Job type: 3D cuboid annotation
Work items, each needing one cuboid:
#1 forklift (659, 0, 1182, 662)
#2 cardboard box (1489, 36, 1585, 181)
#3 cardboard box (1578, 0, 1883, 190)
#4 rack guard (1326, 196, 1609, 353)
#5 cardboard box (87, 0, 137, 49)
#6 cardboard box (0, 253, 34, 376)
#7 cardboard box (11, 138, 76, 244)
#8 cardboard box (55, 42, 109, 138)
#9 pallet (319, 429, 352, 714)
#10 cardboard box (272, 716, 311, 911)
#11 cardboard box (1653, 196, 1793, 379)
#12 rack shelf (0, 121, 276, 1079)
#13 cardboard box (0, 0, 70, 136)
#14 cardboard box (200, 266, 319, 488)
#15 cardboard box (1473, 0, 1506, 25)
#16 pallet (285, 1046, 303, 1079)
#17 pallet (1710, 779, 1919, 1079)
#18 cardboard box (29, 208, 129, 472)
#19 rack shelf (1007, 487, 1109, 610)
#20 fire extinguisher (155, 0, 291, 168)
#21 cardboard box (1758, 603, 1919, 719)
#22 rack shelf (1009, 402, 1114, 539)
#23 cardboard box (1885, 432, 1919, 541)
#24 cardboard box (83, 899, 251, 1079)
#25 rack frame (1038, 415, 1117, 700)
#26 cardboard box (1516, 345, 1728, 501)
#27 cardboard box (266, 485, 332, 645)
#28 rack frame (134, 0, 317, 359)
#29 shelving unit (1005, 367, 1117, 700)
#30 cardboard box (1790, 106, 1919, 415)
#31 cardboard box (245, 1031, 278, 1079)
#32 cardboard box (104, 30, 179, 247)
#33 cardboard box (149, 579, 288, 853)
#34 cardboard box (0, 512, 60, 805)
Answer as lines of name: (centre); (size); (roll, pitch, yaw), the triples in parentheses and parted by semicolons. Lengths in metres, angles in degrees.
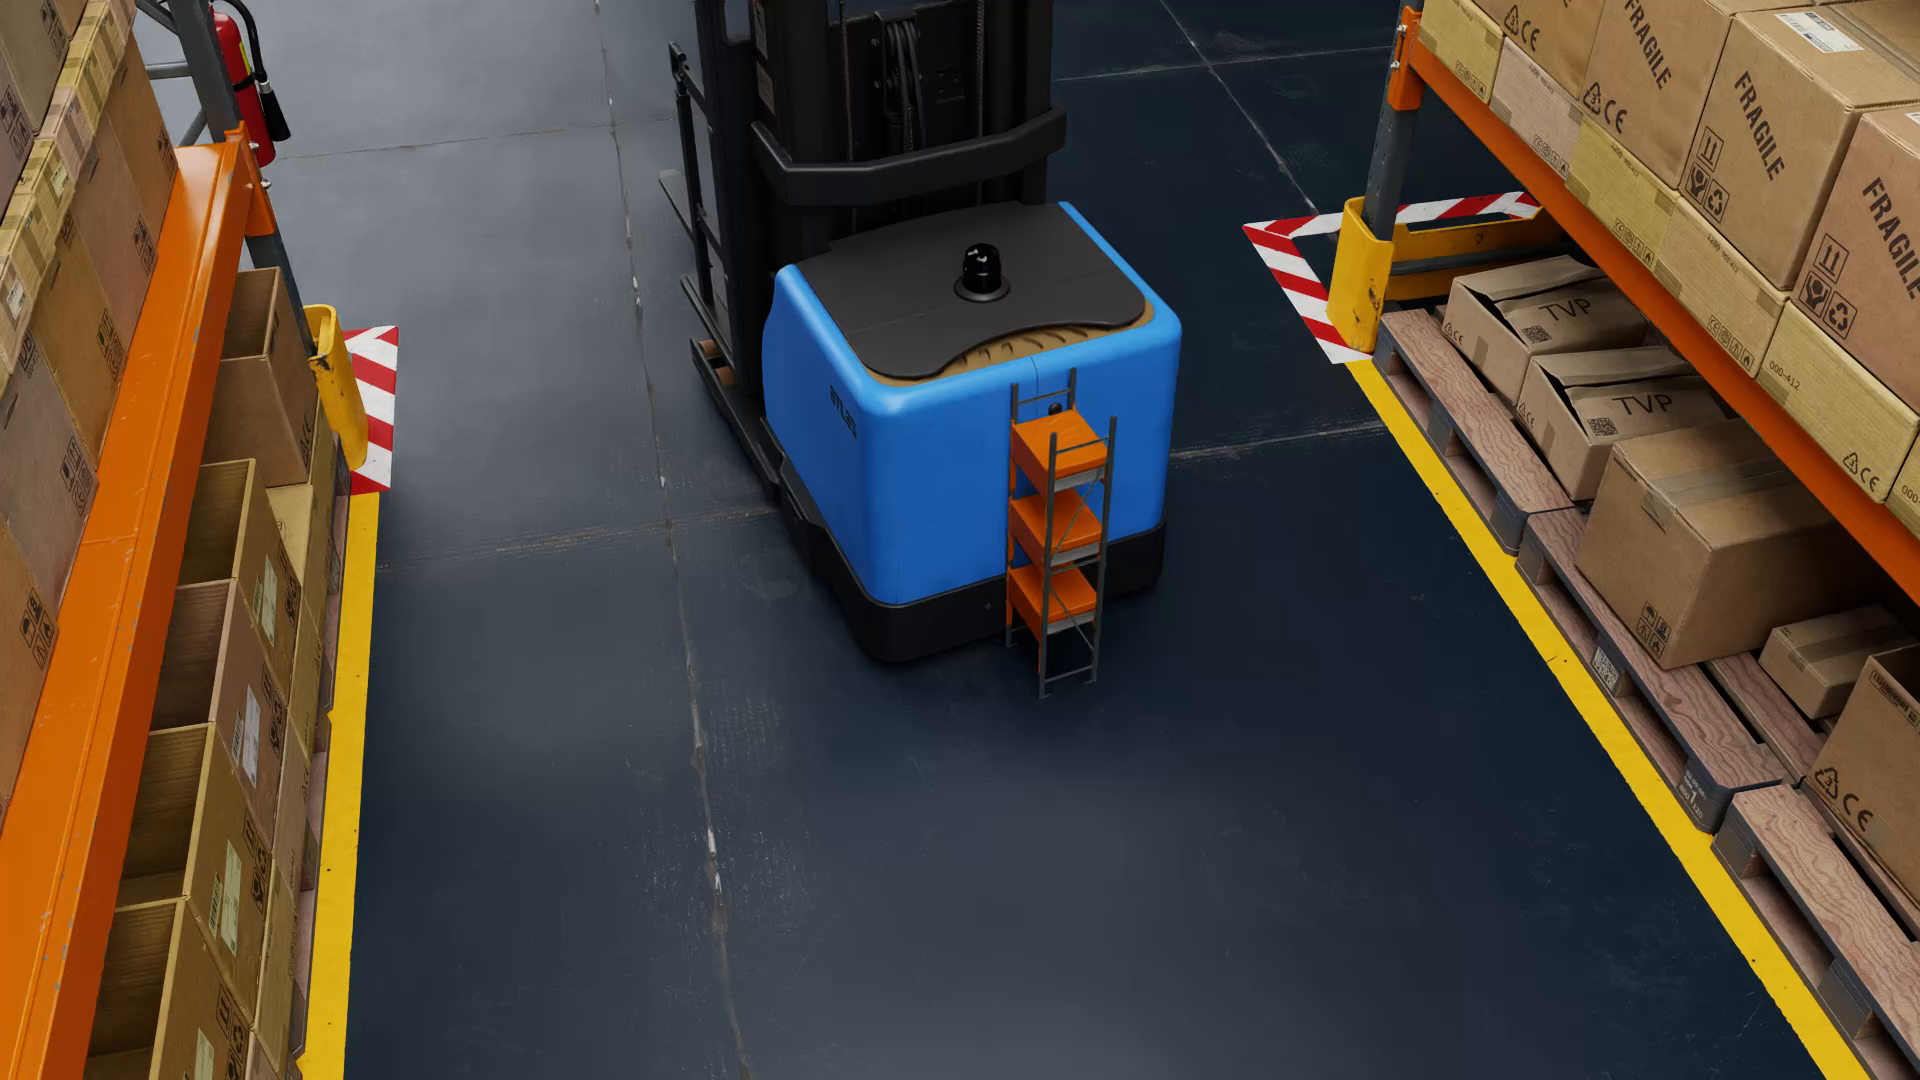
forklift: (-0.385, -1.696, 5.452); (1.130, 2.935, 3.031); (-16, 44, -18)
cardboard box: (1.996, -1.355, 5.115); (0.500, 0.250, 0.500); (-10, 42, -11)
cardboard box: (2.087, -1.322, 4.513); (0.500, 0.500, 0.500); (-10, 42, -11)
rack guard: (2.091, -1.116, 6.631); (1.175, 0.500, 0.348); (-8, 42, -9)
cardboard box: (-2.493, -1.448, 4.557); (0.380, 0.149, 0.250); (-9, 42, -10)
cardboard box: (-2.156, -0.442, 3.425); (0.380, 0.149, 0.250); (-9, 42, -10)
cardboard box: (-2.271, -0.779, 3.804); (0.380, 0.149, 0.250); (-7, 42, -8)
cardboard box: (-2.380, -1.112, 4.180); (0.380, 0.149, 0.250); (-9, 42, -10)
pallet: (-2.556, 0.144, 5.428); (1.003, 0.211, 1.213); (-8, 42, -9)
cardboard box: (-2.022, 0.759, 4.390); (0.500, 0.250, 0.500); (-8, 42, -9)
cardboard box: (2.207, -0.696, 4.373); (0.500, 0.250, 0.500); (-8, 42, -9)
rack shelf: (-2.330, 0.177, 3.832); (1.077, 0.370, 4.000); (-8, 42, -9)
cardboard box: (-2.543, -1.232, 3.825); (0.700, 0.500, 0.500); (-9, 42, -10)
cardboard box: (-2.355, -0.492, 5.235); (0.500, 0.500, 0.500); (-8, 42, -9)
cardboard box: (1.884, -1.980, 5.254); (0.500, 0.500, 0.500); (-8, 42, -9)
pallet: (-2.029, 1.726, 3.646); (1.003, 0.211, 1.213); (-8, 42, -9)
pallet: (2.759, 1.105, 4.346); (1.003, 0.211, 1.213); (-8, 42, -9)
cardboard box: (-2.454, -0.459, 3.932); (0.700, 0.500, 0.500); (-8, 42, -9)
rack shelf: (0.288, 0.012, 4.962); (0.215, 0.259, 0.240); (-16, 44, -18)
fire extinguisher: (-2.333, -1.502, 5.241); (0.296, 0.674, 0.183); (-8, 42, -9)
cardboard box: (2.612, 0.355, 4.907); (0.380, 0.149, 0.250); (-12, 43, -13)
rack shelf: (0.288, -0.200, 4.773); (0.215, 0.259, 0.240); (-16, 44, -18)
cardboard box: (2.440, -0.047, 3.641); (0.500, 0.250, 0.500); (-8, 42, -9)
cardboard box: (-1.808, 1.127, 3.411); (0.500, 0.500, 0.500); (-8, 42, -9)
rack frame: (0.337, 0.078, 4.871); (0.200, 1.050, 0.008); (-16, 44, -18)
cardboard box: (2.259, -0.428, 5.667); (0.500, 0.311, 0.500); (-5, 42, -6)
cardboard box: (-2.238, 0.111, 5.120); (0.500, 0.250, 0.500); (-8, 42, -9)
rack frame: (-2.762, -1.388, 5.054); (1.000, 3.000, 0.127); (-8, 42, -9)
shelving unit: (0.288, 0.004, 4.955); (0.215, 1.050, 0.252); (-16, 44, -18)
cardboard box: (2.322, -0.652, 3.758); (0.500, 0.500, 0.500); (-9, 42, -11)
cardboard box: (-1.805, 1.407, 3.660); (0.500, 0.250, 0.500); (-8, 42, -9)
cardboard box: (-2.673, -1.121, 4.678); (0.700, 0.500, 0.500); (-8, 42, -9)
cardboard box: (-2.018, 0.478, 4.142); (0.500, 0.500, 0.500); (-8, 42, -9)
cardboard box: (-2.225, 0.214, 3.174); (0.700, 0.500, 0.500); (-8, 42, -9)
